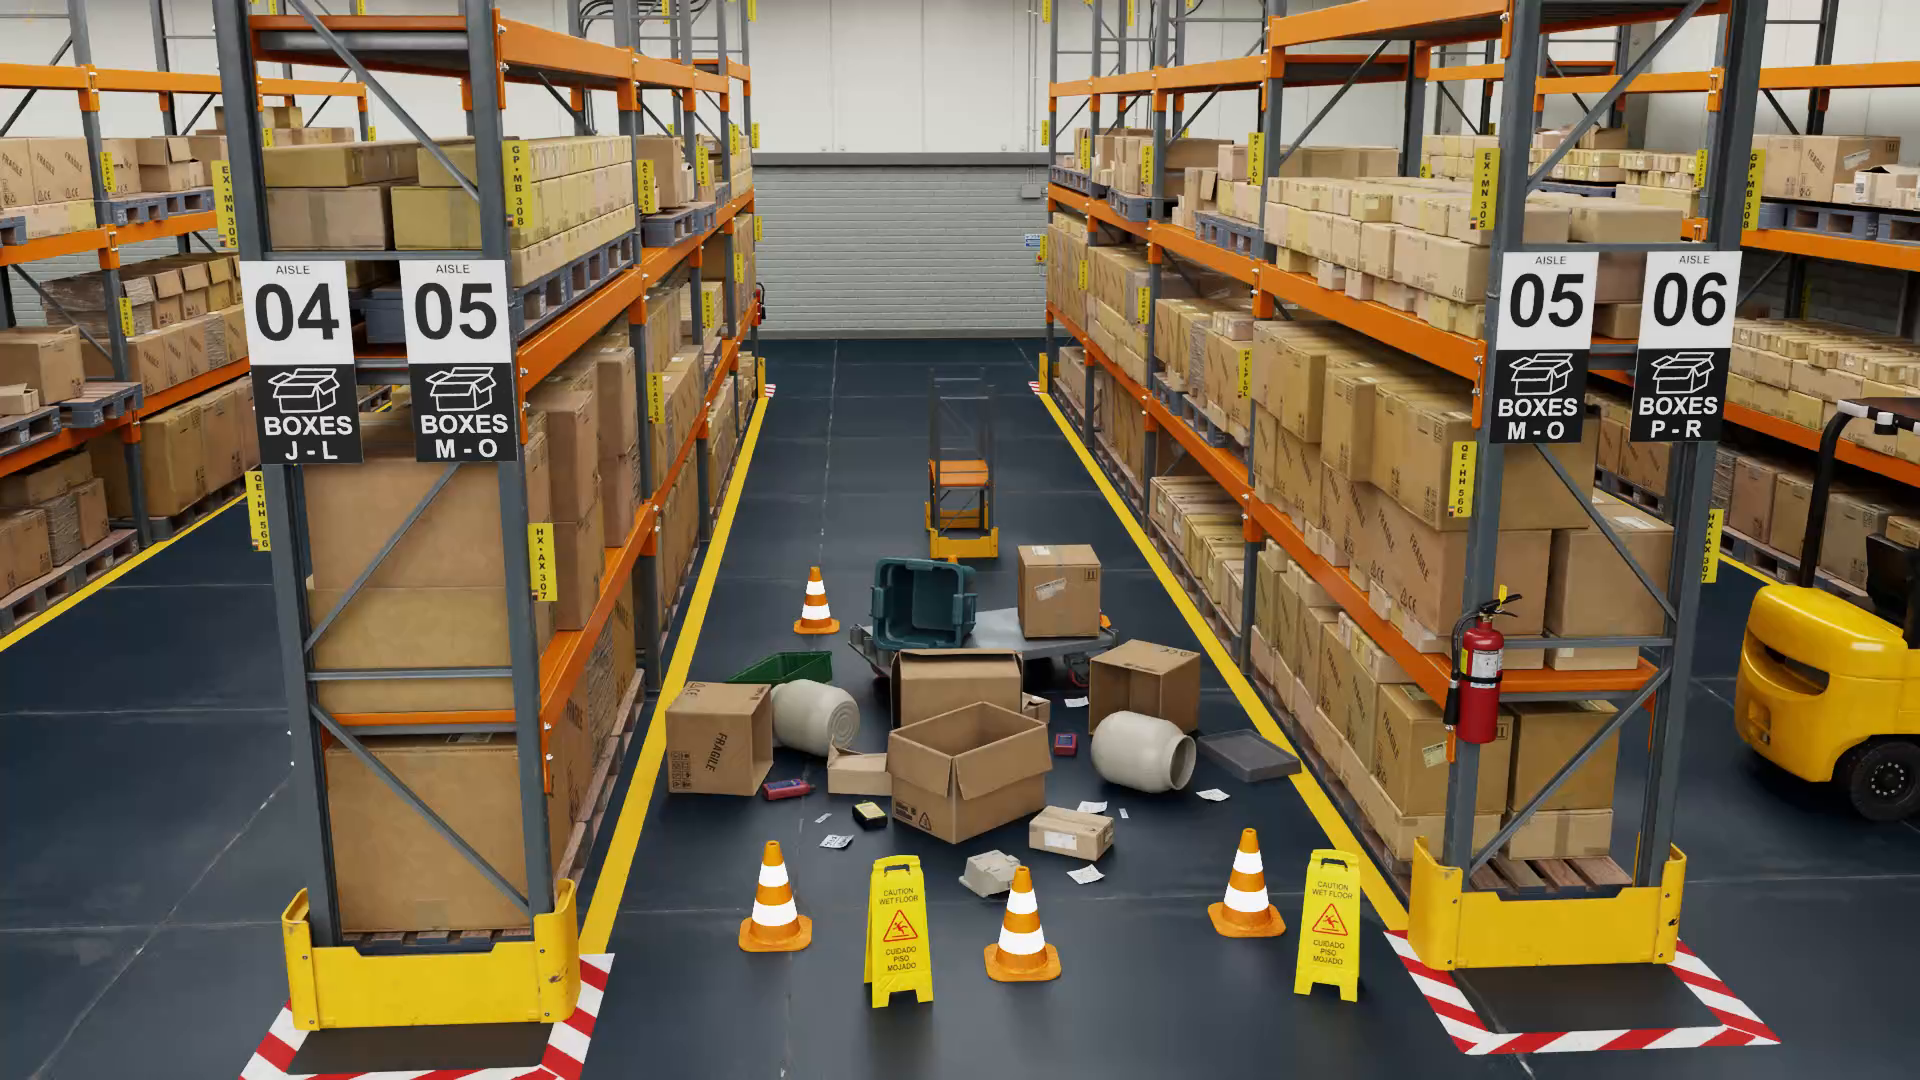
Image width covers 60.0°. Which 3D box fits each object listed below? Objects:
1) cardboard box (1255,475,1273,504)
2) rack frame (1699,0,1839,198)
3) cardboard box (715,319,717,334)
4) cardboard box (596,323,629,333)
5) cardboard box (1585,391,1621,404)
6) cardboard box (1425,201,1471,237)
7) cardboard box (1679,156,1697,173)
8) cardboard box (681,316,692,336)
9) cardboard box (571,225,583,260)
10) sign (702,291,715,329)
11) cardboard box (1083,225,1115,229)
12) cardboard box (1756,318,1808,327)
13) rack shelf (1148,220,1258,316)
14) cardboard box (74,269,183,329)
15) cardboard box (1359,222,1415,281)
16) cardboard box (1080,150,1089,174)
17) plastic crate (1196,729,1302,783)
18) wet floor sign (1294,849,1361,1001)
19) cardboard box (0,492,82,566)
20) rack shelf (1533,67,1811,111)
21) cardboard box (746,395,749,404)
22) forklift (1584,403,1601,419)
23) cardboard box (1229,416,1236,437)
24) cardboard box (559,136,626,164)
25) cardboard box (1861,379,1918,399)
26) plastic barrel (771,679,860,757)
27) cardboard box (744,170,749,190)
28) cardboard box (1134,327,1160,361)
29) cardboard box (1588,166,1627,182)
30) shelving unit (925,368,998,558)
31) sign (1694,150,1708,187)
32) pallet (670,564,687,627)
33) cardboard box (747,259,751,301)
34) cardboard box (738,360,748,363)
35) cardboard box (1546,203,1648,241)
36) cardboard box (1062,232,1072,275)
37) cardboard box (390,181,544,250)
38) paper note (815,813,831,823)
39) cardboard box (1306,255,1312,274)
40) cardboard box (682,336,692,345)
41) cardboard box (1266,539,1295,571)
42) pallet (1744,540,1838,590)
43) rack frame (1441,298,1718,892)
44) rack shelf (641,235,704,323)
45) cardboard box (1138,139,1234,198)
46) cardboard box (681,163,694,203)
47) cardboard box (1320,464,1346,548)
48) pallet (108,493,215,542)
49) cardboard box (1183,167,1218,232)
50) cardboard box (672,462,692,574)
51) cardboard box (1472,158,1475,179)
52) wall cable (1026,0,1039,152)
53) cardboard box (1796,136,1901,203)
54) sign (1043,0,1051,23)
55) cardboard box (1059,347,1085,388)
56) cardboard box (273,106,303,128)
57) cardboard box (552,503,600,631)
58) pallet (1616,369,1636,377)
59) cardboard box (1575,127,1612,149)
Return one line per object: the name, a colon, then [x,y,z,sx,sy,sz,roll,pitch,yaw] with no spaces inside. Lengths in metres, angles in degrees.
cardboard box: [2.135,-0.336,10.816,0.380,0.149,0.250,-1,14,-4]
rack frame: [7.142,-4.519,14.529,1.000,3.000,0.127,-1,14,-3]
cardboard box: [-2.727,-2.226,17.319,0.380,0.149,0.250,-2,15,-6]
cardboard box: [-2.569,-1.223,11.553,0.700,0.500,0.500,-1,14,-4]
cardboard box: [6.794,-1.498,17.700,0.380,0.149,0.250,0,14,-1]
cardboard box: [2.356,-1.471,7.607,0.380,0.149,0.250,-1,14,-4]
cardboard box: [6.914,-3.478,15.410,0.380,0.149,0.250,-1,14,-5]
cardboard box: [-2.582,-1.923,14.947,0.380,0.149,0.250,-1,14,-3]
cardboard box: [-2.030,-1.431,8.011,0.380,0.149,0.250,-1,14,-4]
sign: [-2.193,-2.004,14.472,0.100,0.325,0.005,-1,14,-3]
cardboard box: [1.656,-3.641,19.649,0.380,0.149,0.250,-1,14,-4]
cardboard box: [7.364,-1.898,14.881,0.380,0.149,0.250,0,14,-2]
rack shelf: [2.312,-2.142,12.757,1.077,0.370,4.000,-1,14,-3]
cardboard box: [-7.770,-2.261,15.580,0.797,0.503,0.637,-1,14,-2]
cardboard box: [2.316,-1.447,8.316,0.500,0.250,0.500,0,14,-2]
cardboard box: [1.581,-4.324,19.018,0.396,0.266,0.258,0,14,-2]
plastic crate: [1.714,1.276,9.905,0.402,0.080,0.583,-6,16,-23]
wet floor sign: [1.627,1.658,7.288,0.267,0.644,0.232,4,15,16]
cardboard box: [-7.595,-0.081,13.455,0.700,0.500,0.500,-2,15,-8]
rack shelf: [7.018,-4.474,16.601,1.077,0.370,4.000,-1,14,-3]
cardboard box: [-2.851,-1.797,20.870,0.380,0.149,0.250,-1,14,-2]
forklift: [4.837,-1.292,14.165,1.130,2.935,3.031,-1,14,-4]
cardboard box: [2.129,-0.812,11.824,0.380,0.149,0.250,-1,14,-5]
cardboard box: [-2.143,-2.259,9.628,0.380,0.149,0.250,-1,14,-4]
cardboard box: [7.065,-1.034,12.322,0.500,0.250,0.500,-1,14,-5]
plastic barrel: [-0.898,1.067,10.030,0.512,0.421,0.421,10,18,35]
cardboard box: [-2.894,-4.444,20.561,0.500,0.250,0.500,0,14,-1]
cardboard box: [1.904,-1.822,15.384,0.500,0.250,0.500,-1,14,-4]
cardboard box: [6.636,-3.728,16.938,0.380,0.149,0.250,-1,14,-2]
shelving unit: [0.005,-0.707,14.766,0.587,1.500,1.083,-1,14,-3]
sign: [6.600,-3.308,14.807,0.100,0.325,0.005,-1,14,-3]
pallet: [-2.700,0.416,12.985,1.003,0.211,1.213,-1,14,-3]
cardboard box: [-2.890,-3.254,20.857,0.500,0.500,0.500,-1,14,-3]
cardboard box: [-2.903,-2.216,21.302,0.380,0.149,0.250,-1,15,-6]
cardboard box: [2.833,-1.417,7.399,0.380,0.149,0.250,-1,14,-4]
cardboard box: [1.548,-3.554,20.611,0.500,0.500,0.500,-1,14,-3]
cardboard box: [-2.025,-1.344,6.872,0.500,0.250,0.500,-1,14,-4]
paper note: [-0.748,1.521,9.097,0.032,0.001,0.123,7,16,26]
cardboard box: [2.296,-1.665,9.961,0.380,0.149,0.250,-1,14,-3]
cardboard box: [-2.576,-1.783,15.001,0.380,0.149,0.250,0,14,-1]
cardboard box: [2.150,0.093,10.514,0.380,0.149,0.250,-1,14,-3]
pallet: [7.226,0.245,13.649,1.003,0.211,1.213,-1,14,-3]
rack frame: [2.683,0.454,7.242,1.000,3.000,0.127,-1,14,-3]
rack shelf: [-2.623,-2.041,12.363,1.077,0.370,4.000,-1,14,-3]
cardboard box: [2.014,-3.333,14.891,0.797,0.503,0.637,-2,15,-7]
cardboard box: [-2.382,-2.840,13.160,0.500,0.311,0.500,-1,14,-3]
cardboard box: [2.308,-0.245,9.160,0.500,0.500,0.500,-1,14,-3]
pallet: [-7.677,-0.229,15.494,1.003,0.211,1.213,-1,14,-3]
cardboard box: [2.236,-2.801,13.672,0.700,0.500,0.500,-1,14,-3]
cardboard box: [-2.741,-0.178,13.369,1.050,0.750,0.750,-1,14,-3]
cardboard box: [6.551,-4.505,20.199,0.500,0.250,0.500,-1,14,-2]
wall cable: [1.058,-7.841,27.441,0.463,3.000,0.029,-1,14,-3]
cardboard box: [7.006,-2.929,13.127,0.500,0.500,0.500,-1,14,-2]
sign: [1.138,-6.953,21.797,0.100,0.325,0.005,-1,14,-3]
cardboard box: [1.833,-2.325,22.343,0.875,0.438,0.875,-1,14,-5]
cardboard box: [-8.084,-4.986,19.615,0.500,0.250,0.500,-1,14,-5]
cardboard box: [-2.284,0.114,8.264,0.875,0.550,0.550,-1,14,-3]
pallet: [7.029,-1.688,15.951,1.213,0.211,1.003,-1,14,-3]
cardboard box: [6.981,-4.460,18.355,0.396,0.266,0.258,-1,14,-4]
